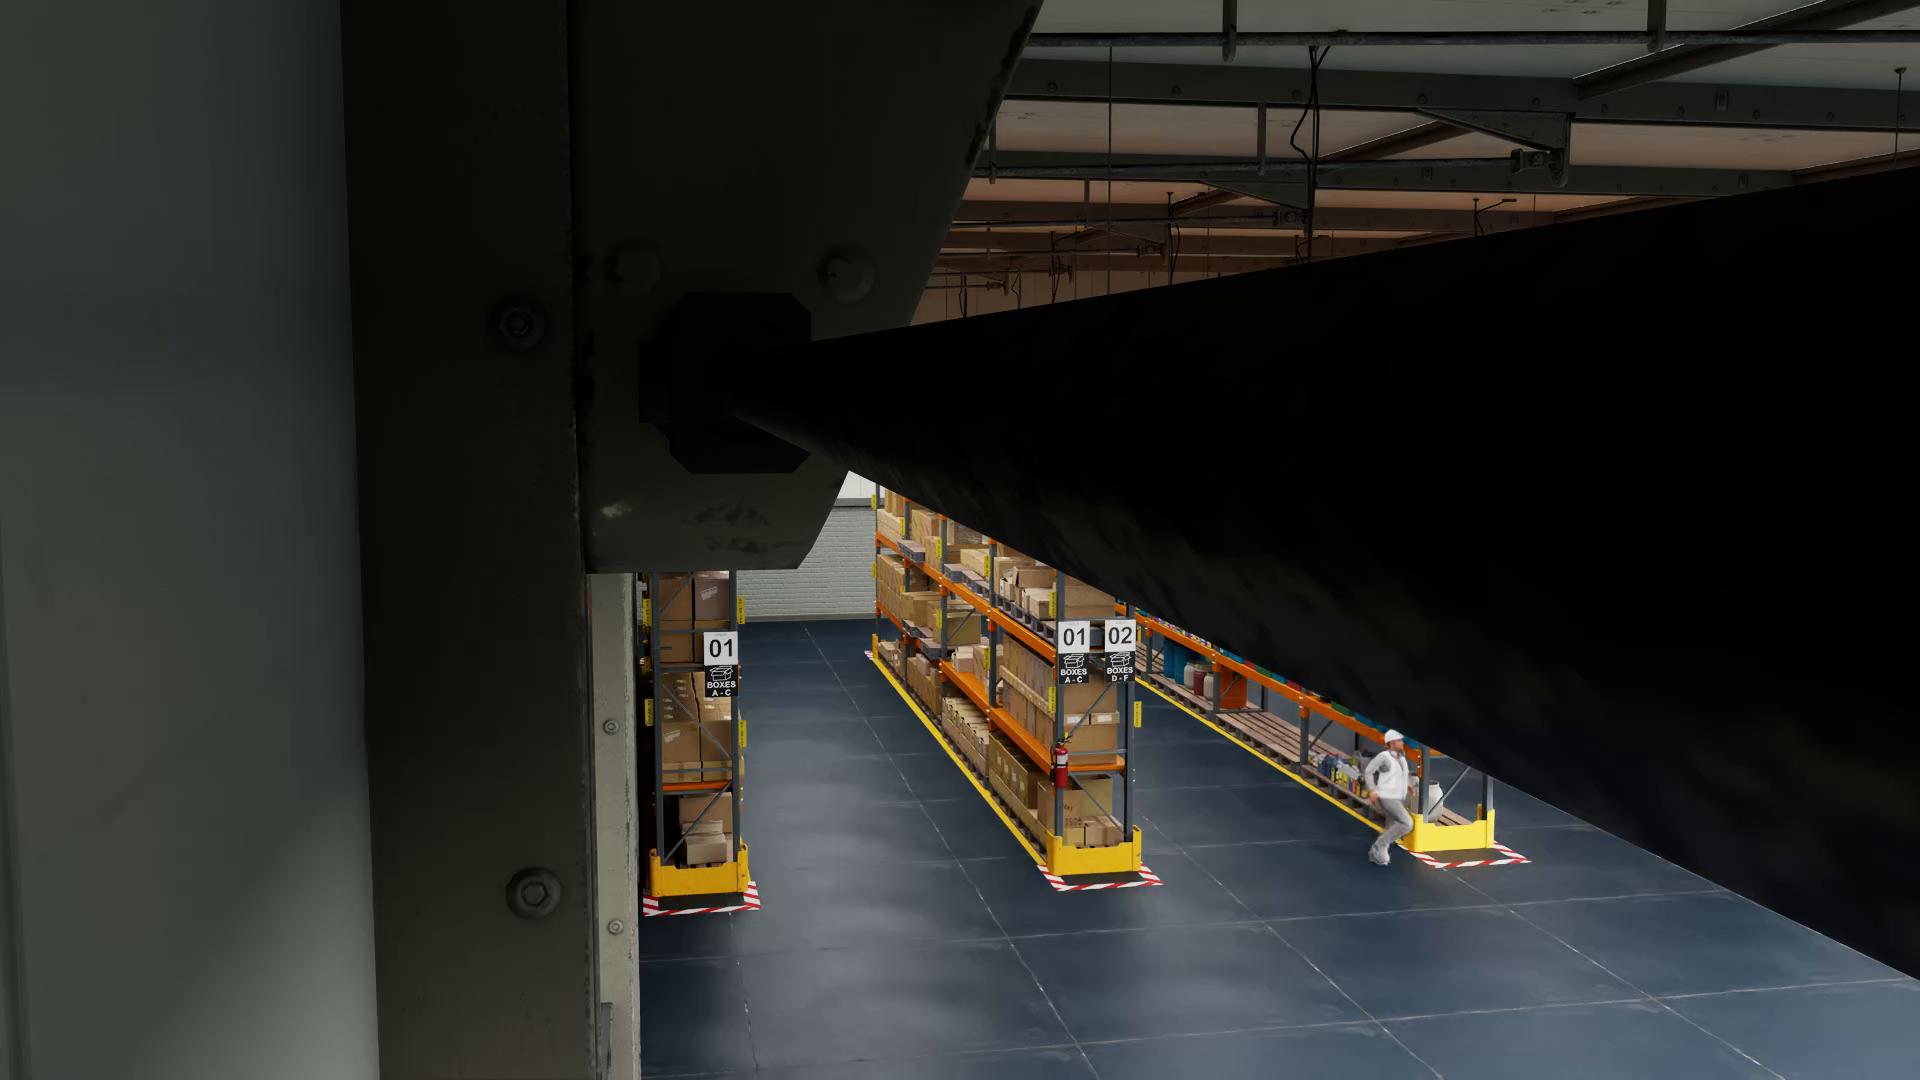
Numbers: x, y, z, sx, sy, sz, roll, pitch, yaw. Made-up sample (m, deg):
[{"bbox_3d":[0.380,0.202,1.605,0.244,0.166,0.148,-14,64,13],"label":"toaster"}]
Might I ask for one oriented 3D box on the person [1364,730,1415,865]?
[{"bbox_3d":[5.575,3.291,21.280,0.612,1.704,0.662,6,8,43],"label":"person"}]
